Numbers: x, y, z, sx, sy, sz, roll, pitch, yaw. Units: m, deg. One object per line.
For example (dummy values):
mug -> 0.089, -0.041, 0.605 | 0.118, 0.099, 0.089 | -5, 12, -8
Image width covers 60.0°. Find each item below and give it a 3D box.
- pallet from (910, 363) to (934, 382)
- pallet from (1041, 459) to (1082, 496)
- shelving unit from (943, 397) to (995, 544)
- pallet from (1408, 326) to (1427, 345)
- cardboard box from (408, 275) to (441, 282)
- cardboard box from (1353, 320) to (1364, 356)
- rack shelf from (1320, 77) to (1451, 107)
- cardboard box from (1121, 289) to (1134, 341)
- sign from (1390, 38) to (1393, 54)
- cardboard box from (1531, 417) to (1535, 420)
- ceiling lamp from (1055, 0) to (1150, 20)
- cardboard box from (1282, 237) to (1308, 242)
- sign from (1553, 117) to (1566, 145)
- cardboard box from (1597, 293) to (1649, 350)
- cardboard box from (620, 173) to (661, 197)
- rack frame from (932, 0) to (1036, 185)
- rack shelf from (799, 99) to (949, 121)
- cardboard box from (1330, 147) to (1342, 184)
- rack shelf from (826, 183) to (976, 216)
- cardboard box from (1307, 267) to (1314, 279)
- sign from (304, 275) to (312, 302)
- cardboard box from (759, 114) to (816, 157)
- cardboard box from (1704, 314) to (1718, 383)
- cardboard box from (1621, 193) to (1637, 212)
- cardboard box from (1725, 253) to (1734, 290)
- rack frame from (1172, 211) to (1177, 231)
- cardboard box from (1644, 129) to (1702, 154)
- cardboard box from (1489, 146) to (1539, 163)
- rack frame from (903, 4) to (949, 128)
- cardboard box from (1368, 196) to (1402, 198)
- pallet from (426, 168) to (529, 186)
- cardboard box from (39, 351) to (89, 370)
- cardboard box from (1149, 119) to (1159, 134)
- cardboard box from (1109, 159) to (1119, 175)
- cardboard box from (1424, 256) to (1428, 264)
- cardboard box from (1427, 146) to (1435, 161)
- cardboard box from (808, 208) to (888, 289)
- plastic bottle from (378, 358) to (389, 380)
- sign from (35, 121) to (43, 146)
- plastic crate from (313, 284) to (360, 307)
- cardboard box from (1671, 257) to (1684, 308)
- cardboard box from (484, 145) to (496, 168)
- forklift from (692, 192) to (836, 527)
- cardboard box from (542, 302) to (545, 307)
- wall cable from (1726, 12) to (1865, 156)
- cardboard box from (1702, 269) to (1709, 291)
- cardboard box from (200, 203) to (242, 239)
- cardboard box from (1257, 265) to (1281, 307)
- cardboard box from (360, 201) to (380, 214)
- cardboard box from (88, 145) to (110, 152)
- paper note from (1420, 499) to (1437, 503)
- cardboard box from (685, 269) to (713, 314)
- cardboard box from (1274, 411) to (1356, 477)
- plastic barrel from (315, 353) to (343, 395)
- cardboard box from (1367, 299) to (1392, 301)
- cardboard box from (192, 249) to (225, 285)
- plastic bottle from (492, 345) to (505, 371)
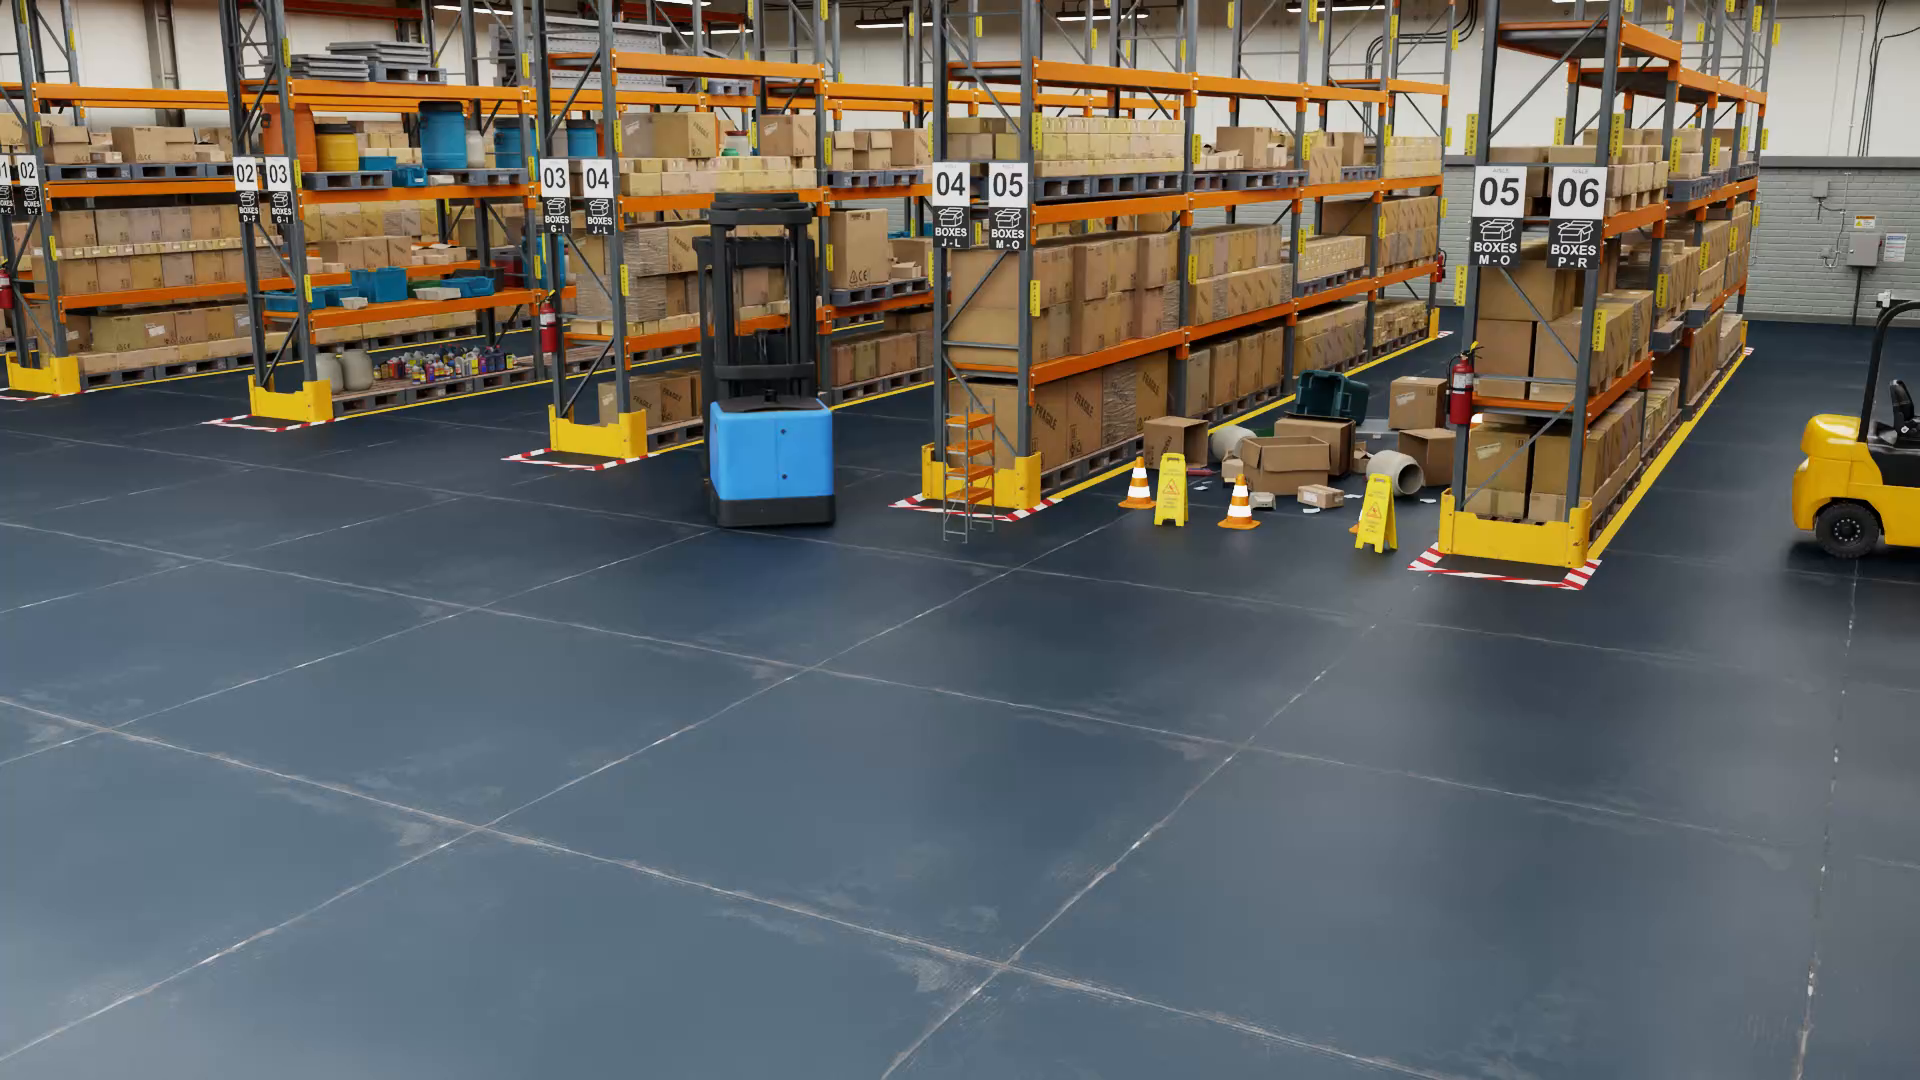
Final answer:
pallet -> -0.592, -2.555, 24.681 | 1.003, 0.211, 1.213 | 7, 15, 28
pallet -> 0.531, -0.664, 16.838 | 1.003, 0.211, 1.213 | 7, 15, 28
shelving unit -> 0.080, -0.617, 14.534 | 0.258, 1.200, 0.503 | 7, 15, 28
pallet -> 7.487, -3.596, 28.997 | 1.003, 0.211, 1.213 | 7, 15, 28
cardboard box -> -11.488, -5.586, 34.995 | 0.750, 0.750, 0.750 | 8, 15, 29
cardboard box -> 5.876, -3.117, 25.501 | 0.500, 0.500, 0.500 | 7, 15, 27
rack shelf -> 6.981, -7.284, 27.090 | 1.077, 0.370, 4.000 | 7, 15, 28
cardboard box -> 1.368, -2.450, 17.978 | 0.875, 0.550, 0.550 | 7, 15, 28
sign -> 7.472, -8.600, 28.843 | 0.100, 0.325, 0.005 | 7, 15, 28
cardboard box -> 4.997, -1.182, 15.023 | 0.380, 0.149, 0.250 | 8, 16, 29
ceiling lamp -> 2.821, -12.293, 33.868 | 2.000, 3.185, 0.800 | 7, 15, 28
cardboard box -> 5.042, -4.490, 25.129 | 0.380, 0.149, 0.250 | 7, 15, 27
sign -> 6.041, -4.091, 16.757 | 0.100, 0.325, 0.005 | 7, 15, 28
cardboard box -> 6.288, -2.095, 15.975 | 0.500, 0.500, 0.500 | 8, 16, 30
cardboard box -> -3.621, -3.884, 18.165 | 0.500, 0.250, 0.500 | 8, 16, 30
rack frame -> 0.213, -4.763, 15.091 | 1.000, 3.000, 0.127 | 7, 15, 28
rack shelf -> -1.648, -8.235, 31.881 | 1.077, 0.370, 4.000 | 7, 15, 28
cardboard box -> 5.062, -5.289, 23.456 | 0.500, 0.500, 0.500 | 7, 15, 28
rack shelf -> -1.180, -4.769, 23.050 | 1.077, 0.370, 4.000 | 7, 15, 28
cardboard box -> 4.733, -3.750, 23.326 | 0.380, 0.149, 0.250 | 8, 16, 31
sign -> -7.937, -3.062, 20.244 | 0.100, 0.325, 0.005 | 7, 15, 28
cardboard box -> -2.141, -5.023, 20.655 | 0.500, 0.500, 0.500 | 7, 15, 26
cardboard box -> 9.736, -2.617, 22.628 | 0.875, 0.875, 0.875 | 8, 16, 30
cardboard box -> 5.660, -2.940, 14.463 | 0.380, 0.149, 0.250 | 8, 15, 29
cardboard box -> 10.852, -3.884, 24.030 | 0.500, 0.500, 0.500 | 8, 16, 30
rack frame -> 3.654, -5.712, 31.827 | 1.000, 3.000, 0.127 | 7, 15, 28
cardboard box -> 7.394, -4.138, 17.254 | 0.500, 0.250, 0.500 | 7, 15, 27
cardboard box -> 4.500, -3.133, 13.565 | 0.380, 0.149, 0.250 | 8, 15, 29
rack frame -> -0.681, -9.190, 33.452 | 1.000, 3.000, 0.127 | 7, 15, 28
cardboard box -> 7.260, -5.642, 28.557 | 0.500, 0.500, 0.500 | 8, 16, 30
pallet -> -6.746, -5.019, 22.953 | 1.213, 0.211, 1.003 | 7, 15, 28
cardboard box -> -12.750, -2.564, 23.738 | 0.500, 0.250, 0.500 | 7, 15, 28
cardboard box -> 1.883, -4.378, 17.619 | 0.380, 0.149, 0.250 | 8, 16, 29
cardboard box -> 1.392, -3.781, 16.843 | 0.380, 0.149, 0.250 | 8, 15, 29
cardboard box -> 7.884, -4.862, 28.835 | 0.380, 0.149, 0.250 | 7, 15, 28
cardboard box -> 7.701, -6.529, 28.070 | 0.500, 0.250, 0.500 | 7, 15, 27
cardboard box -> -1.640, -3.893, 22.106 | 1.000, 1.000, 1.000 | 7, 15, 28
plastic bottle -> -7.872, -2.337, 22.682 | 0.061, 0.283, 0.133 | 8, 16, 29
sign -> -12.268, -5.410, 22.140 | 0.100, 0.325, 0.005 | 7, 15, 28
plastic crate -> -8.117, -3.188, 21.673 | 0.499, 0.251, 0.408 | 7, 15, 28
cardboard box -> 7.499, -2.791, 17.967 | 0.500, 0.500, 0.500 | 7, 15, 28
cardboard box -> -8.702, -6.794, 29.701 | 0.910, 0.500, 0.500 | 7, 15, 28
forklift -> -1.948, -1.838, 15.905 | 1.130, 2.935, 3.031 | -3, 14, -13
cardboard box -> -7.918, -4.464, 31.045 | 0.500, 0.500, 0.500 | 7, 15, 27
wall cable -> 15.490, -8.619, 31.084 | 2.355, 3.000, 0.029 | 7, 15, 28
cardboard box -> 9.174, -3.300, 21.075 | 0.500, 0.250, 0.500 | 8, 16, 29
cardboard box -> -11.269, -4.857, 25.299 | 0.700, 0.500, 0.500 | 7, 15, 28
cardboard box -> 3.855, -3.312, 21.657 | 0.500, 0.500, 0.500 | 7, 15, 28
cardboard box -> -12.037, -6.705, 33.453 | 0.500, 0.250, 0.500 | 7, 15, 27
cardboard box -> -12.425, -5.476, 23.574 | 0.500, 0.250, 0.500 | 7, 15, 28
paper note -> 4.525, -0.384, 16.061 | 0.142, 0.019, 0.148 | 2, 14, 9
cardboard box -> -3.374, -2.946, 19.507 | 0.875, 0.500, 0.500 | 7, 15, 28
cardboard box -> 3.672, -0.999, 17.315 | 0.797, 0.637, 0.503 | 7, 15, 28
plastic barrel -> -8.165, -2.129, 21.377 | 0.421, 0.512, 0.421 | 0, 14, 0
cardboard box -> 7.397, -4.168, 29.339 | 0.380, 0.149, 0.250 | 7, 15, 25
cardboard box -> -11.521, -4.119, 25.004 | 0.700, 0.500, 0.500 | 8, 16, 29
plastic bottle -> -6.542, -2.573, 23.518 | 0.144, 0.351, 0.185 | 7, 15, 27
